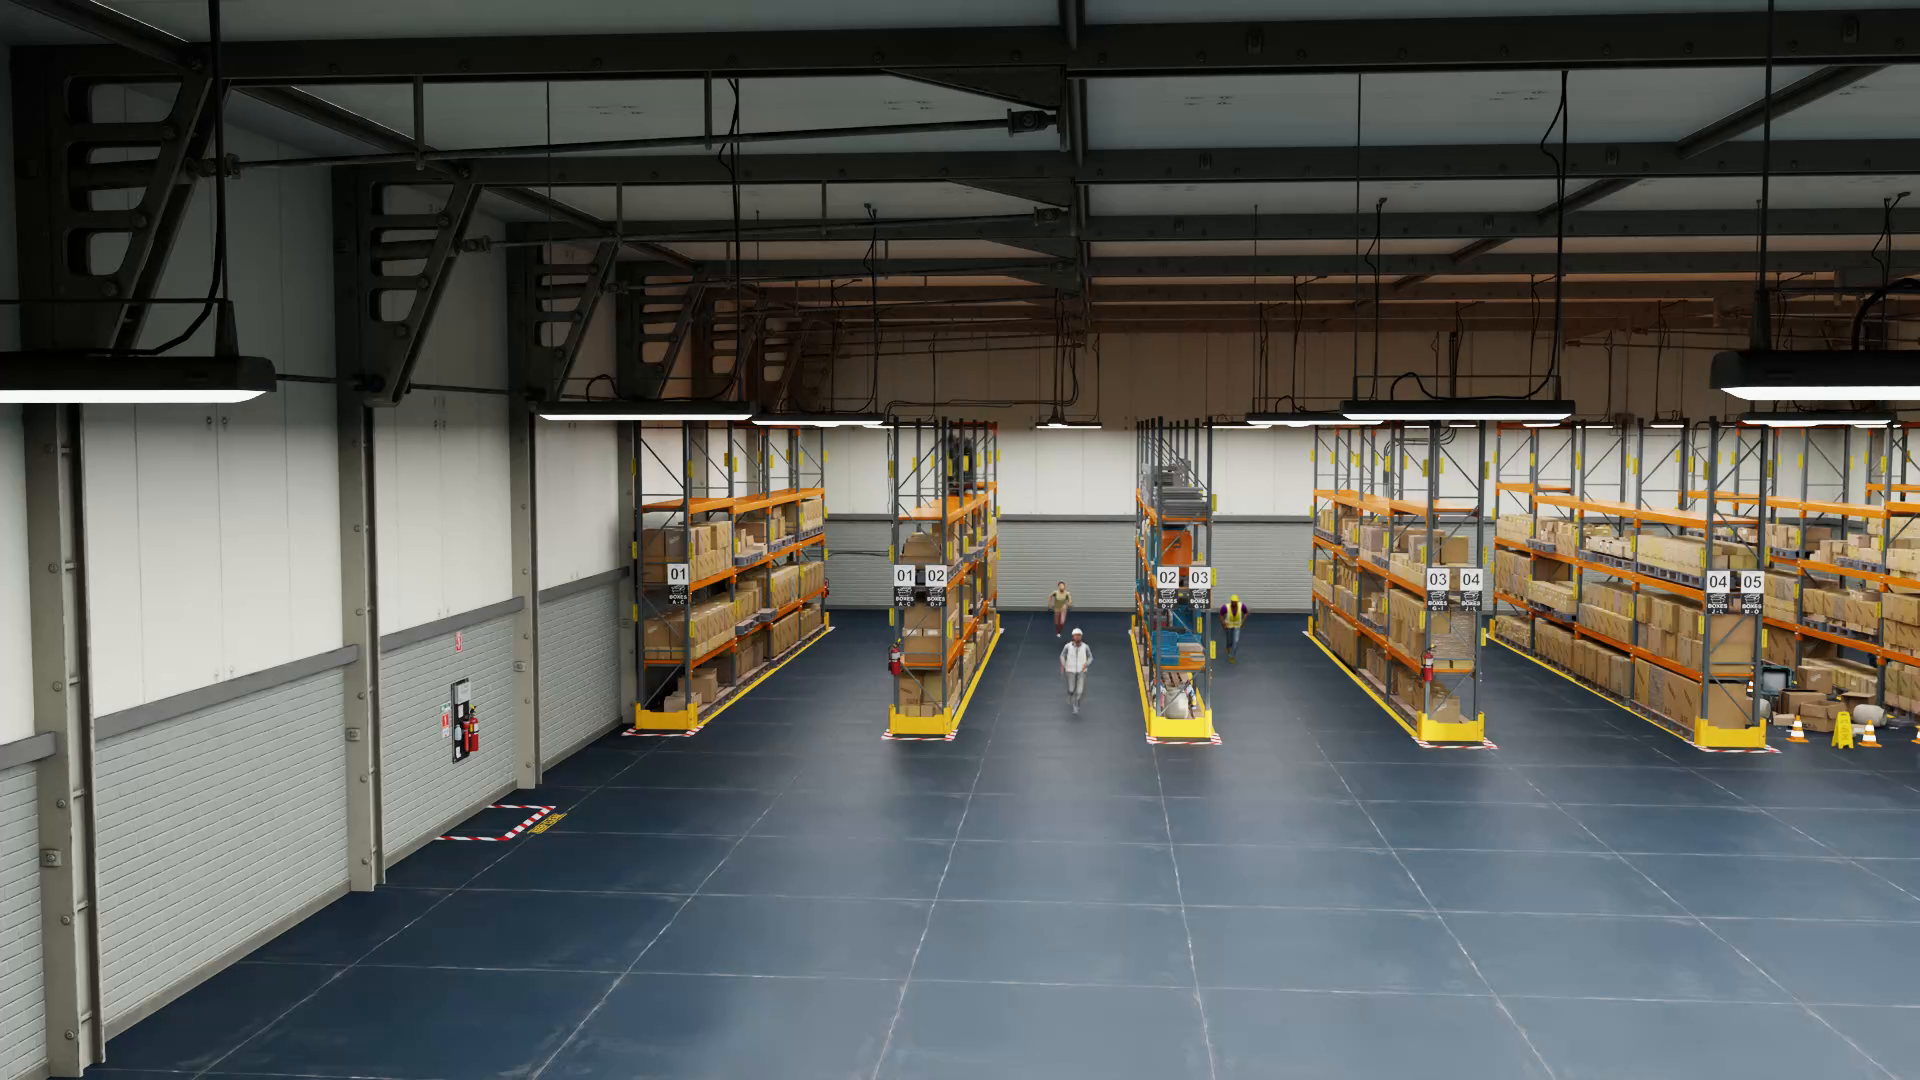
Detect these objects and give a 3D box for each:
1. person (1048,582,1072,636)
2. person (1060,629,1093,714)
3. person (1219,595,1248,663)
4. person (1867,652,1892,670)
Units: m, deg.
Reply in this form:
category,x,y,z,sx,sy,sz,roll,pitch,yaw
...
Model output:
category,x,y,z,sx,sy,sz,roll,pitch,yaw
person,2.663,1.833,44.288,0.618,1.459,0.636,0,4,4
person,2.369,2.661,33.812,0.671,1.721,0.584,0,4,3
person,6.803,2.192,41.470,0.708,1.708,0.978,0,4,-2
person,21.679,2.387,39.227,0.526,1.577,0.758,0,4,-7
